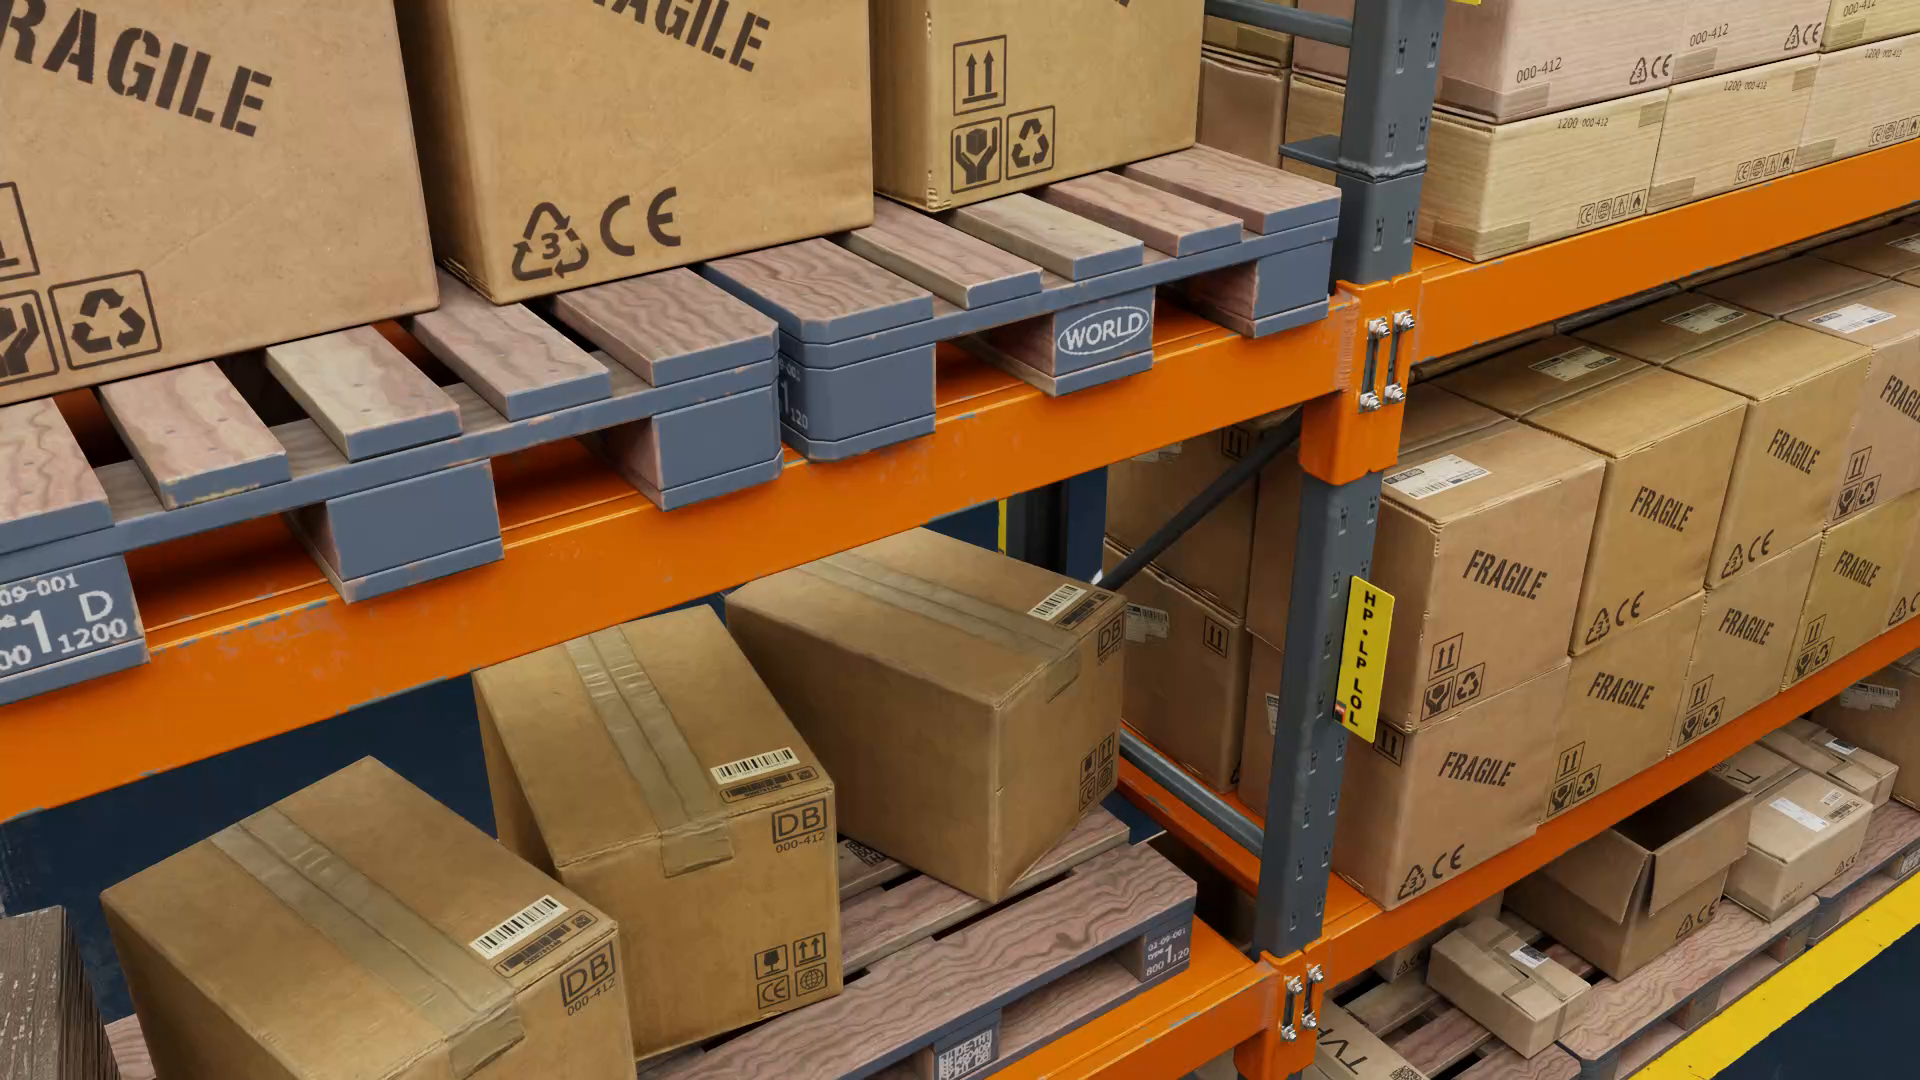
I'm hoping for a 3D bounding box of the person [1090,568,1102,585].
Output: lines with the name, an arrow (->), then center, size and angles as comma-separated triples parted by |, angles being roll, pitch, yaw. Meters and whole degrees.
person -> 0.913, 0.389, 6.253 | 1.023, 0.939, 0.542 | -18, 33, -30
